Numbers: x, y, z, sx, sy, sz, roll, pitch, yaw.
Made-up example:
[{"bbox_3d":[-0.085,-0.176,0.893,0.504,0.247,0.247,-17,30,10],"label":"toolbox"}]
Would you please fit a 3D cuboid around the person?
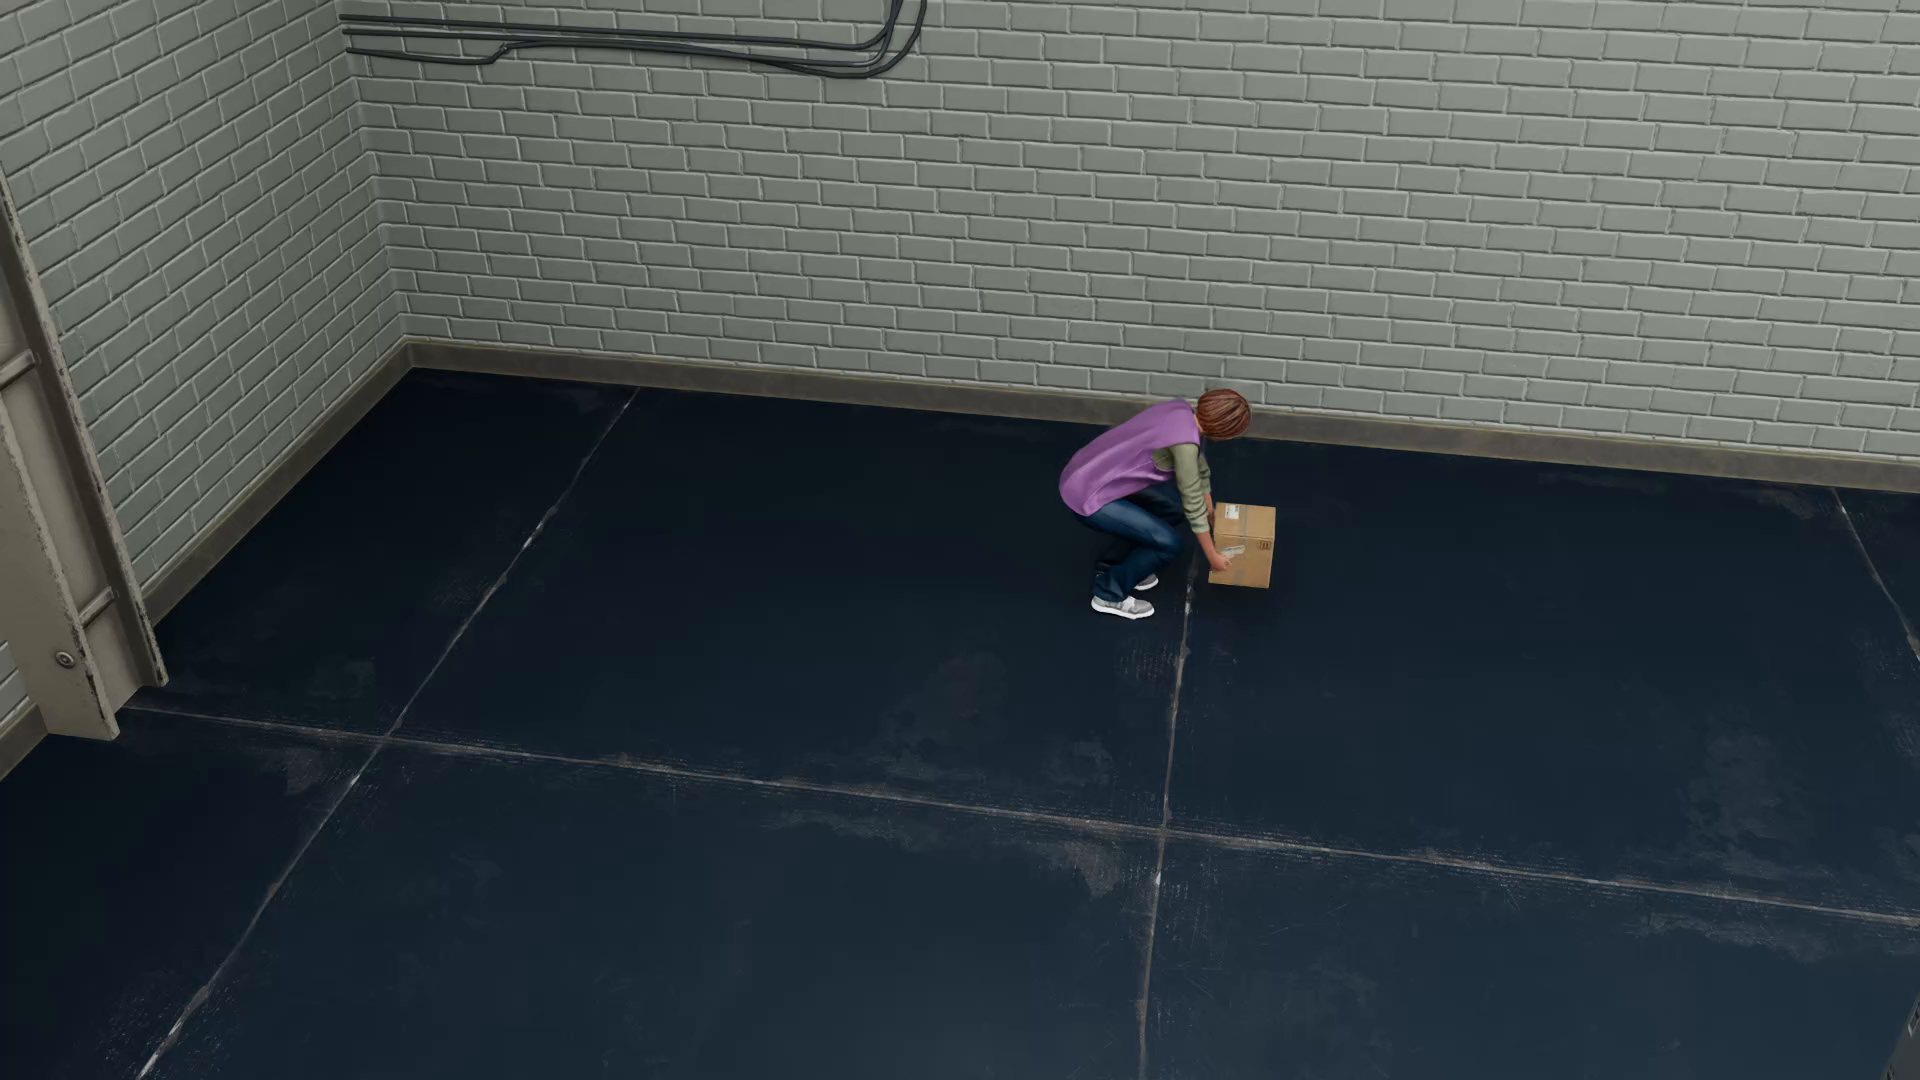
[{"bbox_3d":[0.796,-0.176,6.971,0.762,1.003,0.455,5,33,8],"label":"person"}]
